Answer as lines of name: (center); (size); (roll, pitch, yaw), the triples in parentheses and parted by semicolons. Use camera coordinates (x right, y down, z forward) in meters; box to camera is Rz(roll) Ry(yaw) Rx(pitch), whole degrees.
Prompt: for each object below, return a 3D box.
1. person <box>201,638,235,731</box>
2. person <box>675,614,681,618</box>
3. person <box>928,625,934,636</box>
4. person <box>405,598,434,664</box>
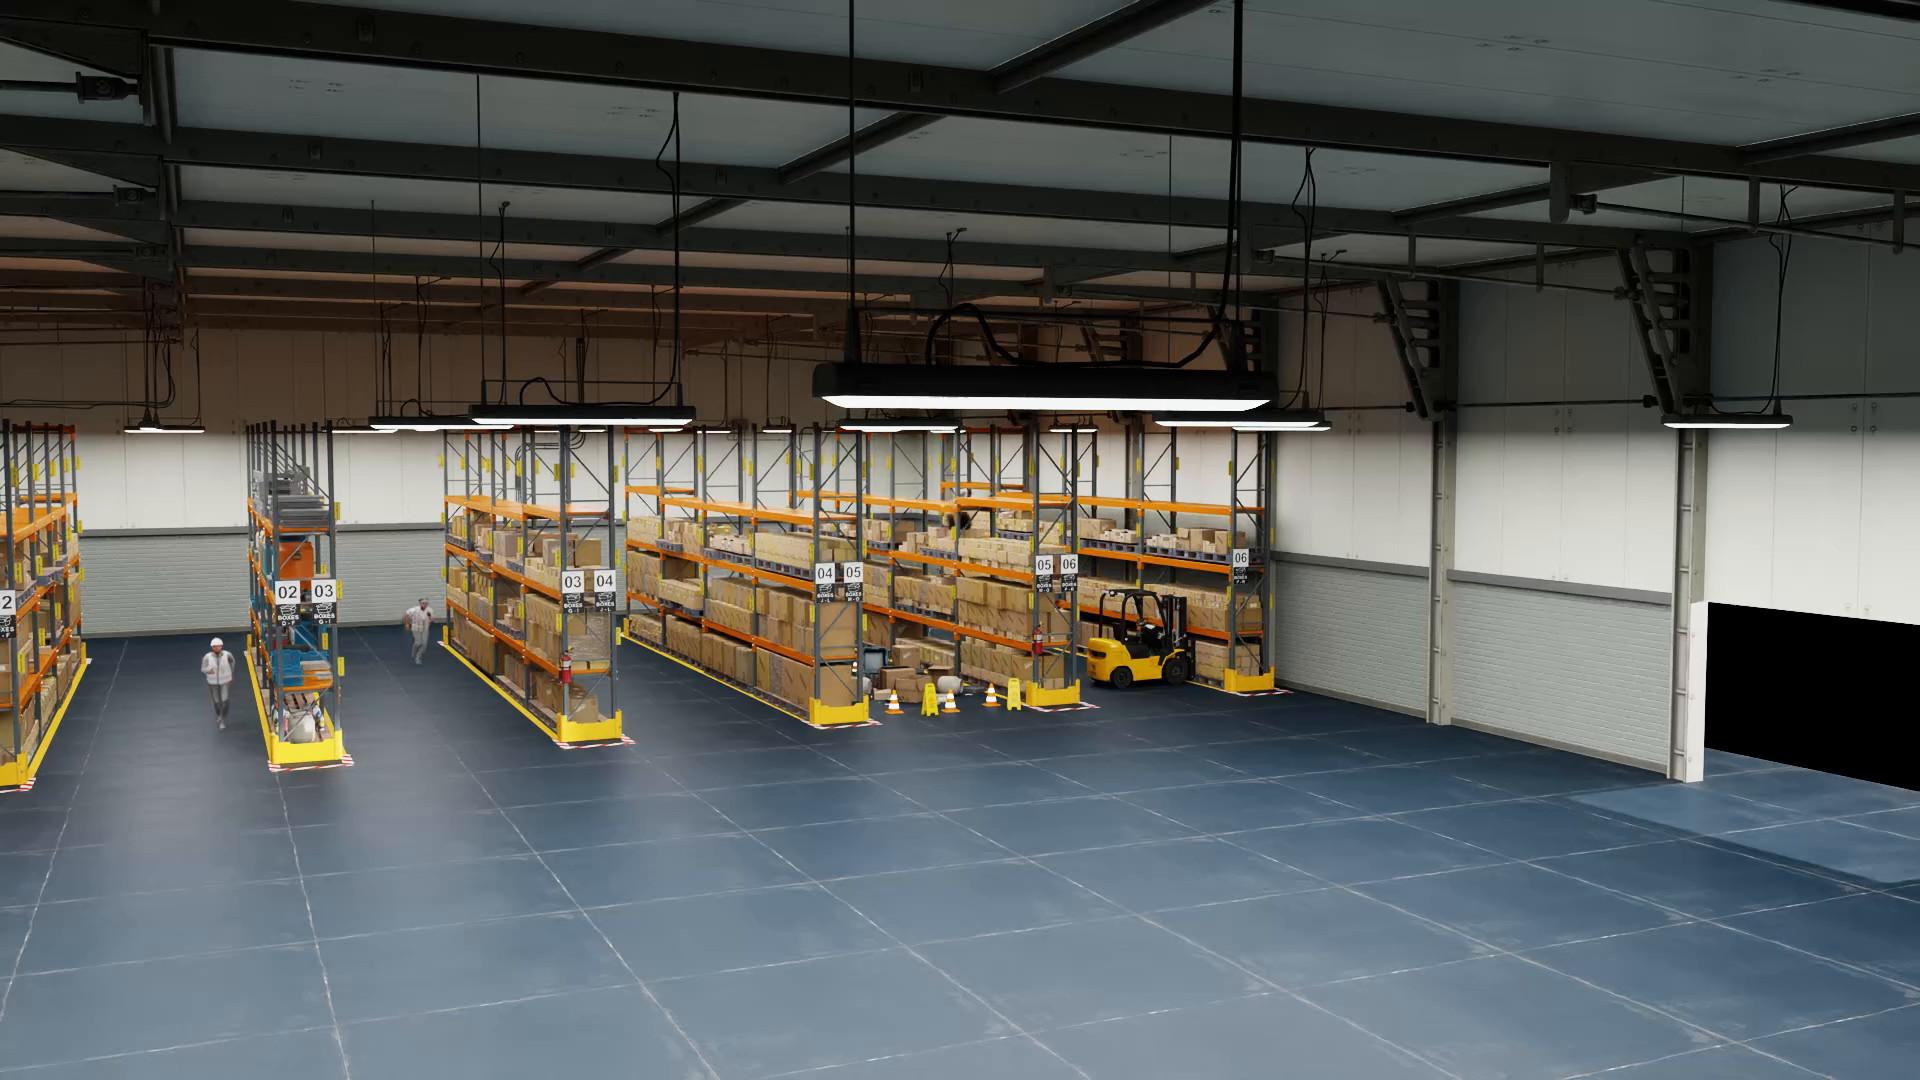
person: (-14.552, 2.797, 32.641); (0.570, 1.782, 0.937); (-1, 4, -14)
person: (-8.838, 1.737, 50.355); (0.620, 1.635, 0.927); (2, 4, 34)
person: (-0.961, 1.976, 47.166); (0.616, 1.635, 0.587); (-3, 5, -43)
person: (-13.503, 2.278, 41.671); (0.660, 1.697, 0.737); (-3, 5, -40)
